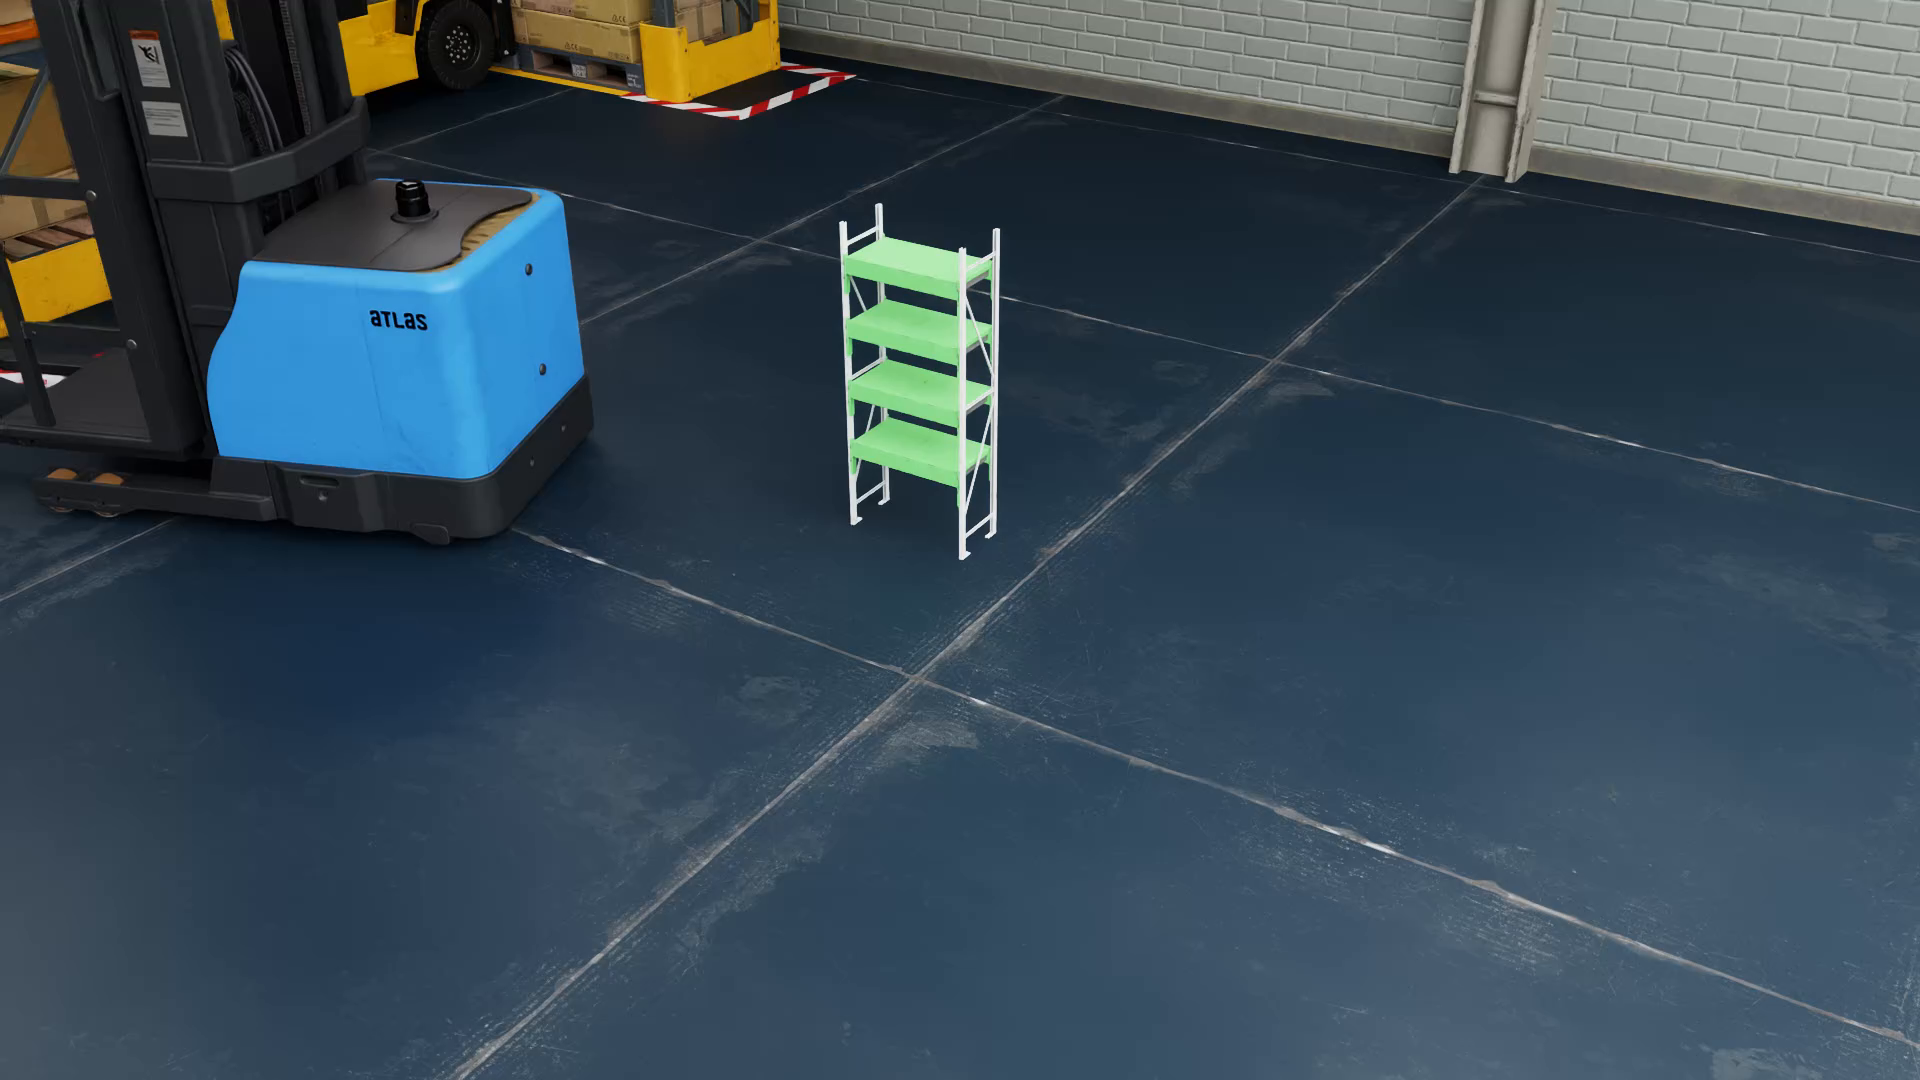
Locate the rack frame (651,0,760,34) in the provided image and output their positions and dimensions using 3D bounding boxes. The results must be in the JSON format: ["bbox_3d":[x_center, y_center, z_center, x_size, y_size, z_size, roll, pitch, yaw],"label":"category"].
[{"bbox_3d":[-1.765,-4.573,11.113,0.127,3.000,1.000,18,35,27],"label":"rack frame"}]

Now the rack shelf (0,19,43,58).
[{"bbox_3d":[-6.095,-2.679,8.579,4.000,0.370,1.077,18,35,27],"label":"rack shelf"}]

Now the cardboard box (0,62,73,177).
[{"bbox_3d":[-4.957,-2.112,8.461,0.500,0.500,0.500,16,34,26],"label":"cardboard box"}]

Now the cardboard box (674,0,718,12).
[{"bbox_3d":[-2.053,-3.998,11.942,0.500,0.250,0.500,18,35,28],"label":"cardboard box"}]

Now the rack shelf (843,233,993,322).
[{"bbox_3d":[-0.140,-0.922,5.814,0.480,0.148,0.258,18,35,27],"label":"rack shelf"}]

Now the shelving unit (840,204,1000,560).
[{"bbox_3d":[-0.140,-0.563,6.024,0.503,1.200,0.258,18,35,27],"label":"shelving unit"}]

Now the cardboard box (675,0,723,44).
[{"bbox_3d":[-2.077,-3.782,12.068,0.500,0.250,0.500,18,35,28],"label":"cardboard box"}]

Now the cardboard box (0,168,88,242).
[{"bbox_3d":[-4.937,-1.782,8.639,0.500,0.250,0.500,17,34,27],"label":"cardboard box"}]

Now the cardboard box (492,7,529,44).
[{"bbox_3d":[-3.166,-3.833,12.156,0.500,0.250,0.500,18,35,28],"label":"cardboard box"}]

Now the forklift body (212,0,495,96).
[{"bbox_3d":[-4.341,-3.936,10.863,1.214,2.155,2.313,18,35,27],"label":"forklift body"}]

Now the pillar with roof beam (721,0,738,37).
[{"bbox_3d":[-4.164,-5.899,7.431,0.400,9.000,9.100,18,35,27],"label":"pillar with roof beam"}]

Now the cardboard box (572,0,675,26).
[{"bbox_3d":[-2.343,-3.780,11.568,0.500,0.250,0.500,17,34,27],"label":"cardboard box"}]

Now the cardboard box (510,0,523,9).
[{"bbox_3d":[-3.211,-4.048,12.028,0.500,0.250,0.500,17,34,26],"label":"cardboard box"}]

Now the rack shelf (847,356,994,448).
[{"bbox_3d":[-0.140,-0.507,6.056,0.480,0.148,0.258,18,35,27],"label":"rack shelf"}]

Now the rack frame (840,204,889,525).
[{"bbox_3d":[-0.347,-0.628,6.136,0.015,1.200,0.240,18,35,27],"label":"rack frame"}]

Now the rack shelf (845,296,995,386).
[{"bbox_3d":[-0.140,-0.715,5.935,0.480,0.148,0.258,18,35,27],"label":"rack shelf"}]

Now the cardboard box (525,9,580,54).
[{"bbox_3d":[-2.747,-3.695,11.920,0.500,0.250,0.500,18,35,27],"label":"cardboard box"}]

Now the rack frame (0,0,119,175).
[{"bbox_3d":[-4.401,-2.454,7.480,0.127,3.000,1.000,18,35,27],"label":"rack frame"}]

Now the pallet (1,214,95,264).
[{"bbox_3d":[-5.134,-1.503,8.616,1.213,0.211,1.003,18,35,27],"label":"pallet"}]

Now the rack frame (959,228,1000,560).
[{"bbox_3d":[0.066,-0.497,5.912,0.015,1.200,0.240,18,35,27],"label":"rack frame"}]

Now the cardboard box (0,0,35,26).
[{"bbox_3d":[-4.578,-2.525,7.850,0.250,0.149,0.380,18,35,28],"label":"cardboard box"}]

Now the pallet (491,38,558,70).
[{"bbox_3d":[-3.464,-3.883,12.697,1.213,0.211,1.003,18,35,27],"label":"pallet"}]

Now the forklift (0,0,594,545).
[{"bbox_3d":[-3.091,-1.607,6.095,3.031,2.935,1.130,6,31,10],"label":"forklift"}]

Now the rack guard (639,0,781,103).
[{"bbox_3d":[-1.745,-3.487,11.731,0.348,0.500,1.175,18,35,27],"label":"rack guard"}]

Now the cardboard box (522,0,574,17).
[{"bbox_3d":[-2.763,-3.919,11.807,0.500,0.250,0.500,17,34,27],"label":"cardboard box"}]

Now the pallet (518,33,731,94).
[{"bbox_3d":[-2.435,-3.556,12.136,1.213,0.211,1.003,18,35,27],"label":"pallet"}]

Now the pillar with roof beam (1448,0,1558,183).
[{"bbox_3d":[0.918,-4.291,4.675,0.400,9.000,9.100,18,35,27],"label":"pillar with roof beam"}]

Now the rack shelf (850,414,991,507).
[{"bbox_3d":[-0.140,-0.300,6.177,0.480,0.148,0.258,18,35,27],"label":"rack shelf"}]

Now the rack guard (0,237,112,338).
[{"bbox_3d":[-4.465,-1.395,8.144,0.348,0.500,1.175,18,35,27],"label":"rack guard"}]

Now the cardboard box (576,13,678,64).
[{"bbox_3d":[-2.331,-3.558,11.684,0.500,0.250,0.500,18,35,28],"label":"cardboard box"}]
